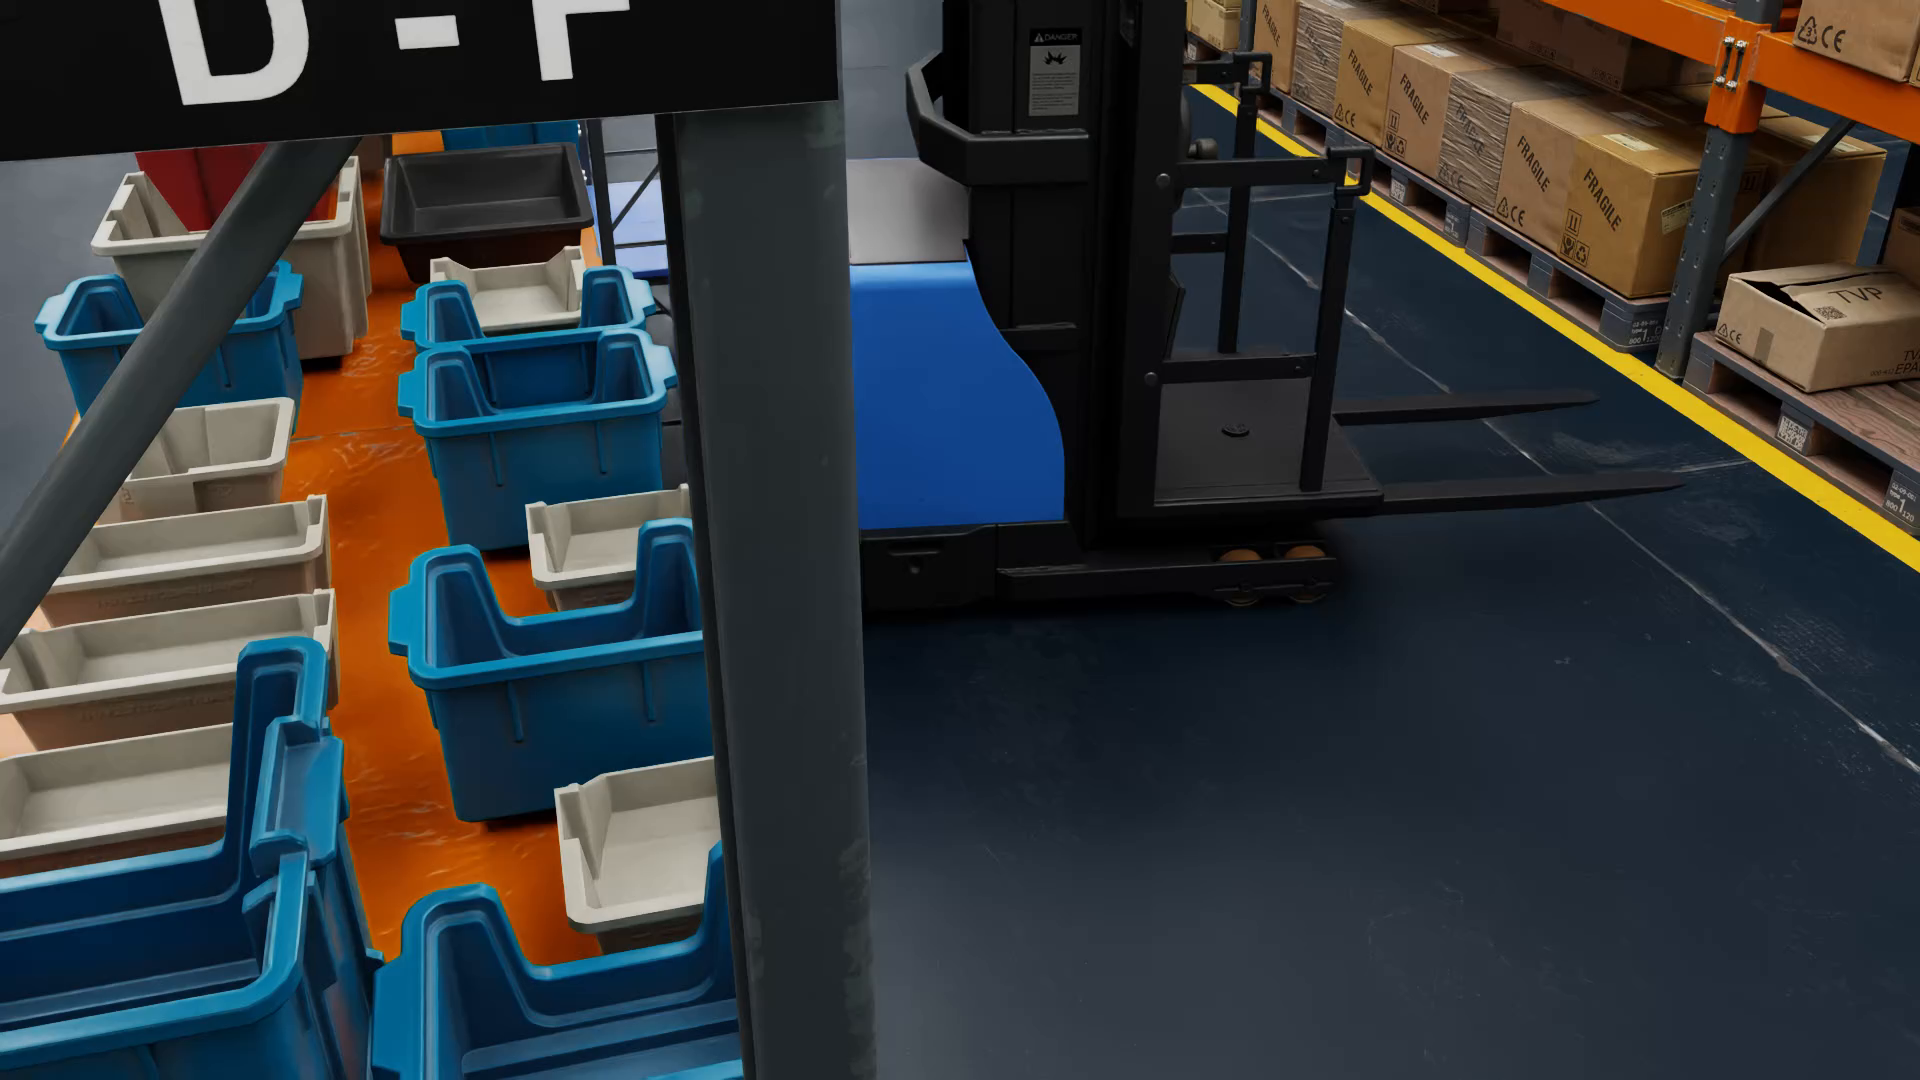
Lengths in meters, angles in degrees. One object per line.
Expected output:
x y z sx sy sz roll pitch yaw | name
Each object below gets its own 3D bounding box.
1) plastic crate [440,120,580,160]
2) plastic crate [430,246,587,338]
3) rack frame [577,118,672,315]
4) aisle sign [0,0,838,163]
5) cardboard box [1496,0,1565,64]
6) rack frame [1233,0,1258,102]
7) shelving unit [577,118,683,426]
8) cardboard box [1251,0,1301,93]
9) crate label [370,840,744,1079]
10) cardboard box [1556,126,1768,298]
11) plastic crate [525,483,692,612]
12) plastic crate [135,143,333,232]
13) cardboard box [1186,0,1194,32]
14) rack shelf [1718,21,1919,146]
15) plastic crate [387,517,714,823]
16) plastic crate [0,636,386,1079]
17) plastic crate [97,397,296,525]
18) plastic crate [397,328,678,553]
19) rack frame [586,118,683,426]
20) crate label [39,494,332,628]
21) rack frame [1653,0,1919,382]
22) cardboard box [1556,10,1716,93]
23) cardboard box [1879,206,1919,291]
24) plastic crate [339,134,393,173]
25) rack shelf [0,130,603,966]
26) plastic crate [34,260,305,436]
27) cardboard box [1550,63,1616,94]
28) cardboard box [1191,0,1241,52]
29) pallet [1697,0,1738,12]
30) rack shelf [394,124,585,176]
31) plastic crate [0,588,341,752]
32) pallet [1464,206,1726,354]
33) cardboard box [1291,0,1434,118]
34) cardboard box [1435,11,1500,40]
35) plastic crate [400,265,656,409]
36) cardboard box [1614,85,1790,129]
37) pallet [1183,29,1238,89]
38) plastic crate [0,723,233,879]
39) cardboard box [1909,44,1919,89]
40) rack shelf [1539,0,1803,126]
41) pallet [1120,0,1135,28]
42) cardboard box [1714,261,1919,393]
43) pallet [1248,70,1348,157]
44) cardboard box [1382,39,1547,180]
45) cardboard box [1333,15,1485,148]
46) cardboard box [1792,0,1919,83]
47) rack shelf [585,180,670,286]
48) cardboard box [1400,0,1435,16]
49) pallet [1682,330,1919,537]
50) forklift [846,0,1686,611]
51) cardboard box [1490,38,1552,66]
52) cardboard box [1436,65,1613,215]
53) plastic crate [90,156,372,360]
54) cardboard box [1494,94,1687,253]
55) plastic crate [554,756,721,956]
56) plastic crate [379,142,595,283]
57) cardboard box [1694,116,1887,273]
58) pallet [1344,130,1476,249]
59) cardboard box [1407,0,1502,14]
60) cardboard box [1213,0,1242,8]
-1.165 -1.173 4.239 0.392 0.384 0.575 -8 31 -13 | plastic crate
-0.865 -0.445 3.228 0.293 0.136 0.466 -8 31 -13 | plastic crate
-1.193 -1.466 6.285 0.500 1.500 0.032 -8 31 -13 | rack frame
-0.250 -0.532 0.581 0.394 0.787 0.004 -8 31 -13 | aisle sign
2.867 -2.416 7.737 0.500 0.250 0.500 -8 31 -14 | cardboard box
2.097 -3.923 9.034 1.000 3.000 0.127 -8 31 -13 | rack frame
-1.056 -1.221 5.861 0.538 1.500 1.048 -8 31 -13 | shelving unit
1.943 -2.774 9.104 0.500 0.500 0.500 -7 31 -11 | cardboard box
-0.304 0.481 1.532 0.416 0.233 0.303 -8 31 -13 | crate label
2.752 -1.300 6.558 0.500 0.500 0.500 -8 31 -14 | cardboard box
-0.489 0.029 2.409 0.250 0.136 0.298 -8 31 -13 | plastic crate
-1.622 -0.924 3.728 0.402 0.464 0.583 -8 31 -13 | plastic crate
1.582 -3.385 10.430 0.500 0.250 0.500 -8 31 -14 | cardboard box
3.690 -0.714 4.207 1.077 0.370 4.000 -8 31 -13 | rack shelf
-0.479 0.163 2.082 0.416 0.233 0.300 -8 31 -13 | plastic crate
-0.825 0.419 1.436 0.616 0.435 0.499 -8 31 -13 | plastic crate
-1.204 -0.098 2.628 0.298 0.136 0.250 -8 31 -13 | plastic crate
-0.653 -0.155 2.631 0.416 0.233 0.300 -8 31 -13 | plastic crate
-0.920 -0.975 5.437 0.500 1.500 0.032 -8 31 -13 | rack frame
-1.107 0.043 2.385 0.396 0.136 0.243 -8 31 -13 | crate label
3.159 -1.991 5.696 1.000 3.000 0.127 -8 31 -13 | rack frame
3.000 -2.173 7.318 0.500 0.250 0.500 -8 31 -13 | cardboard box
3.584 -0.862 5.802 0.500 0.500 0.500 -8 31 -13 | cardboard box
-1.632 -1.003 4.191 0.396 0.136 0.243 -8 31 -13 | plastic crate
-1.087 -0.057 3.073 1.077 0.370 4.000 -8 31 -13 | rack shelf
-1.348 -0.314 2.905 0.416 0.233 0.300 -8 31 -13 | plastic crate
2.988 -1.864 7.533 0.500 0.500 0.500 -7 31 -13 | cardboard box
1.723 -3.137 10.000 0.500 0.250 0.500 -7 31 -12 | cardboard box
3.052 -2.309 6.436 1.003 0.211 1.213 -8 31 -13 | pallet
-2.148 -1.989 6.410 1.077 0.370 4.000 -8 31 -13 | rack shelf
-1.010 0.174 2.159 0.396 0.136 0.243 -8 31 -13 | plastic crate
2.907 -1.172 7.065 1.003 0.211 1.213 -8 31 -13 | pallet
2.087 -2.522 8.669 0.500 0.500 0.500 -9 31 -15 | cardboard box
2.709 -2.361 8.391 0.500 0.500 0.500 -9 31 -15 | cardboard box
-0.733 -0.300 2.881 0.416 0.233 0.300 -8 31 -13 | plastic crate
3.113 -1.622 7.114 0.500 0.500 0.500 -7 31 -13 | cardboard box
1.917 -3.119 10.428 1.003 0.211 1.213 -8 31 -13 | pallet
-0.947 0.316 1.914 0.396 0.136 0.243 -8 31 -13 | plastic crate
3.171 -1.505 4.757 0.500 0.500 0.500 -7 31 -12 | cardboard box
2.628 -2.646 7.545 1.077 0.370 4.000 -8 31 -13 | rack shelf
1.596 -3.707 11.444 1.003 0.211 1.213 -8 31 -13 | pallet
3.062 -0.787 5.860 0.500 0.311 0.500 -8 31 -13 | cardboard box
2.259 -2.351 9.101 1.003 0.211 1.213 -8 31 -13 | pallet
2.359 -2.028 7.815 0.500 0.500 0.500 -9 31 -15 | cardboard box
2.215 -2.279 8.249 0.500 0.500 0.500 -8 31 -14 | cardboard box
3.032 -1.752 5.183 0.500 0.500 0.500 -7 31 -12 | cardboard box
-1.056 -1.065 5.951 0.538 0.185 1.000 -8 31 -13 | rack shelf
2.572 -2.611 8.823 0.500 0.500 0.500 -7 31 -11 | cardboard box
3.341 -0.453 5.821 1.003 0.211 1.213 -8 31 -13 | pallet
0.691 -1.335 4.630 3.031 2.935 1.130 -3 30 -5 | forklift
2.854 -2.109 7.955 0.500 0.500 0.500 -9 31 -15 | cardboard box
2.496 -1.782 7.391 0.500 0.500 0.500 -7 31 -13 | cardboard box
-1.390 -0.547 3.260 0.437 0.282 0.530 -8 31 -13 | plastic crate
2.629 -1.540 6.972 0.500 0.500 0.500 -8 31 -13 | cardboard box
-0.309 0.357 1.843 0.250 0.136 0.298 -8 31 -13 | plastic crate
-1.061 -0.737 3.743 0.437 0.125 0.590 -8 31 -13 | plastic crate
3.266 -1.366 6.672 0.500 0.500 0.500 -9 31 -16 | cardboard box
2.579 -1.763 8.085 1.003 0.211 1.213 -8 31 -13 | pallet
2.591 -2.909 8.589 0.500 0.250 0.500 -7 31 -11 | cardboard box
1.721 -3.378 9.857 0.500 0.311 0.500 -7 31 -12 | cardboard box
